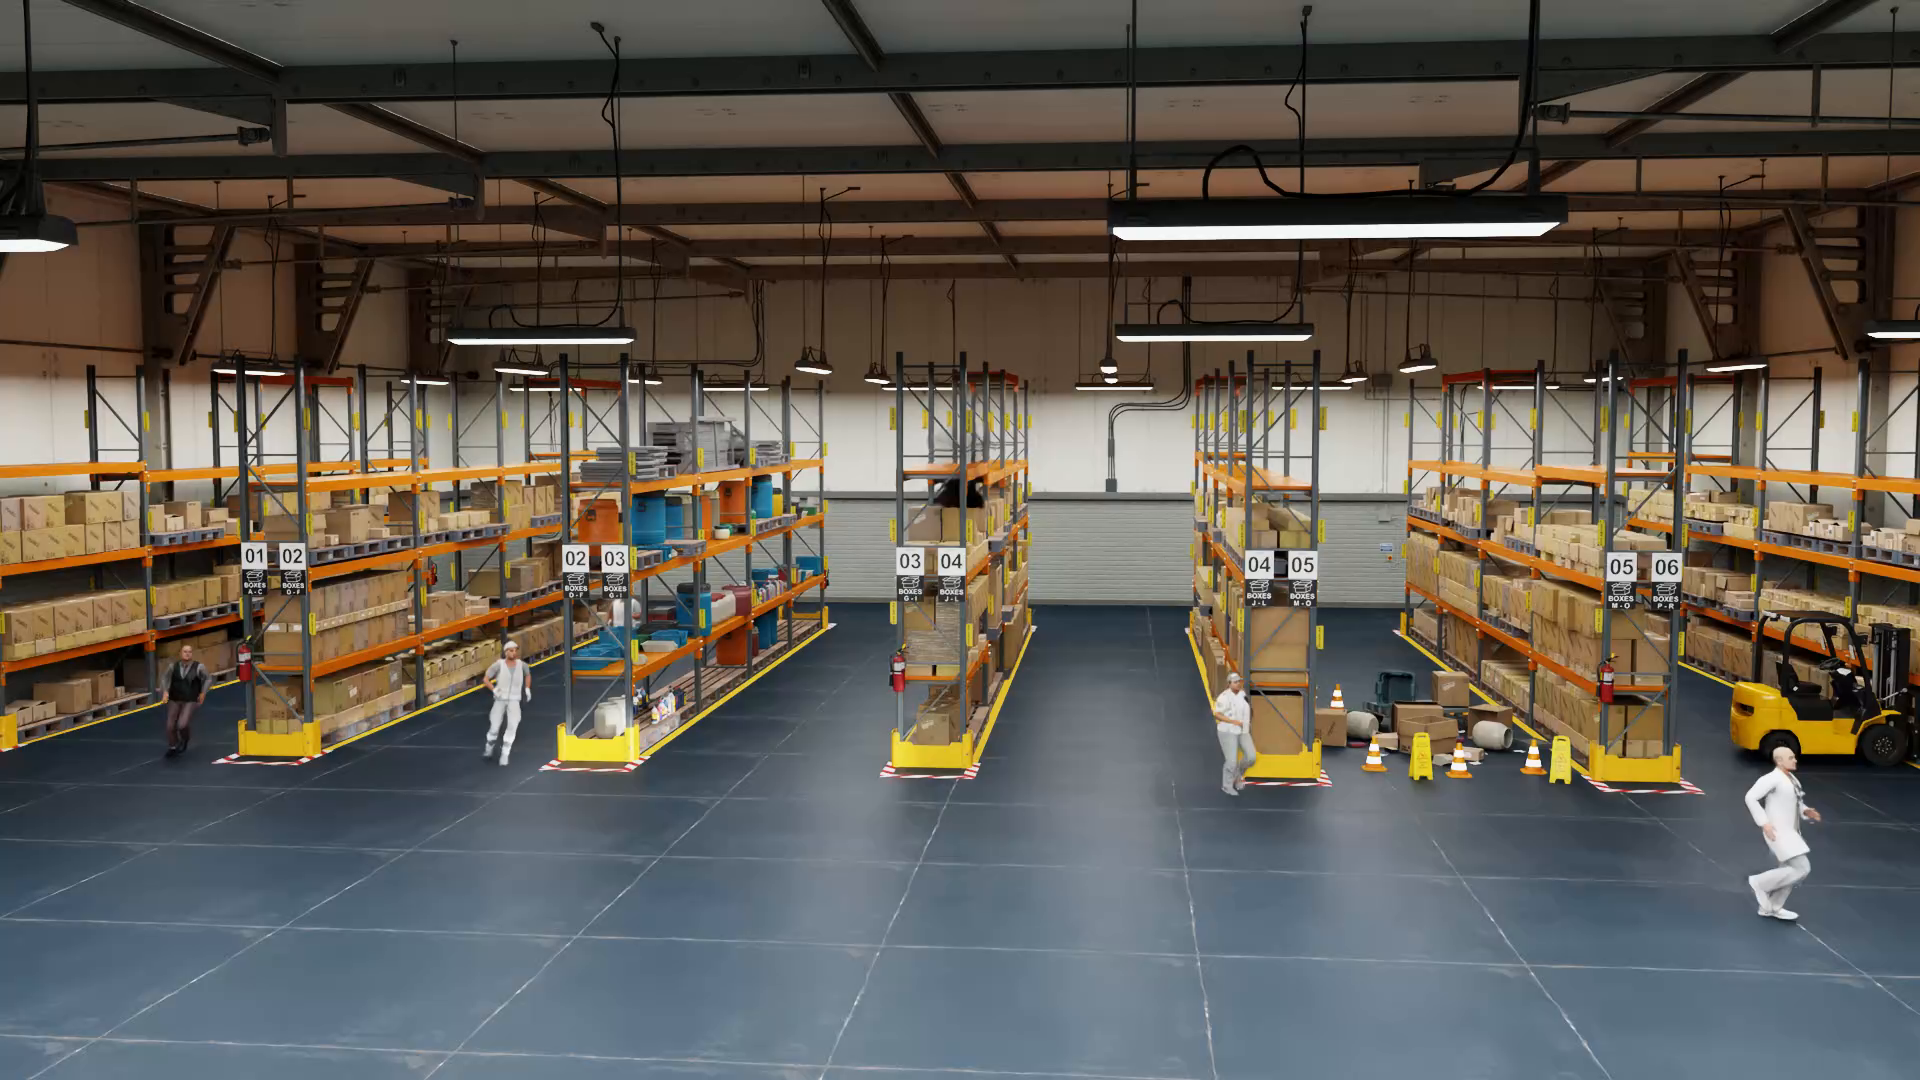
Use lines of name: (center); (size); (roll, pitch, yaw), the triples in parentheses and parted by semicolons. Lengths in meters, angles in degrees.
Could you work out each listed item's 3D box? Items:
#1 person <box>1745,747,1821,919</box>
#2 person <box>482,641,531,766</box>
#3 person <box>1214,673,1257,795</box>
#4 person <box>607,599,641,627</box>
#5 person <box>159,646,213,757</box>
person: (8.293, 2.950, 16.686); (0.618, 1.738, 0.713); (4, 6, 44)
person: (-6.668, 2.388, 24.529); (0.722, 1.796, 0.707); (-2, 4, -23)
person: (3.741, 2.616, 22.344); (0.665, 1.659, 0.530); (-2, 5, -29)
person: (-6.566, 1.770, 32.553); (0.675, 1.793, 0.959); (0, 4, -5)
person: (-11.581, 2.410, 24.822); (0.711, 1.662, 0.531); (-1, 4, -10)
